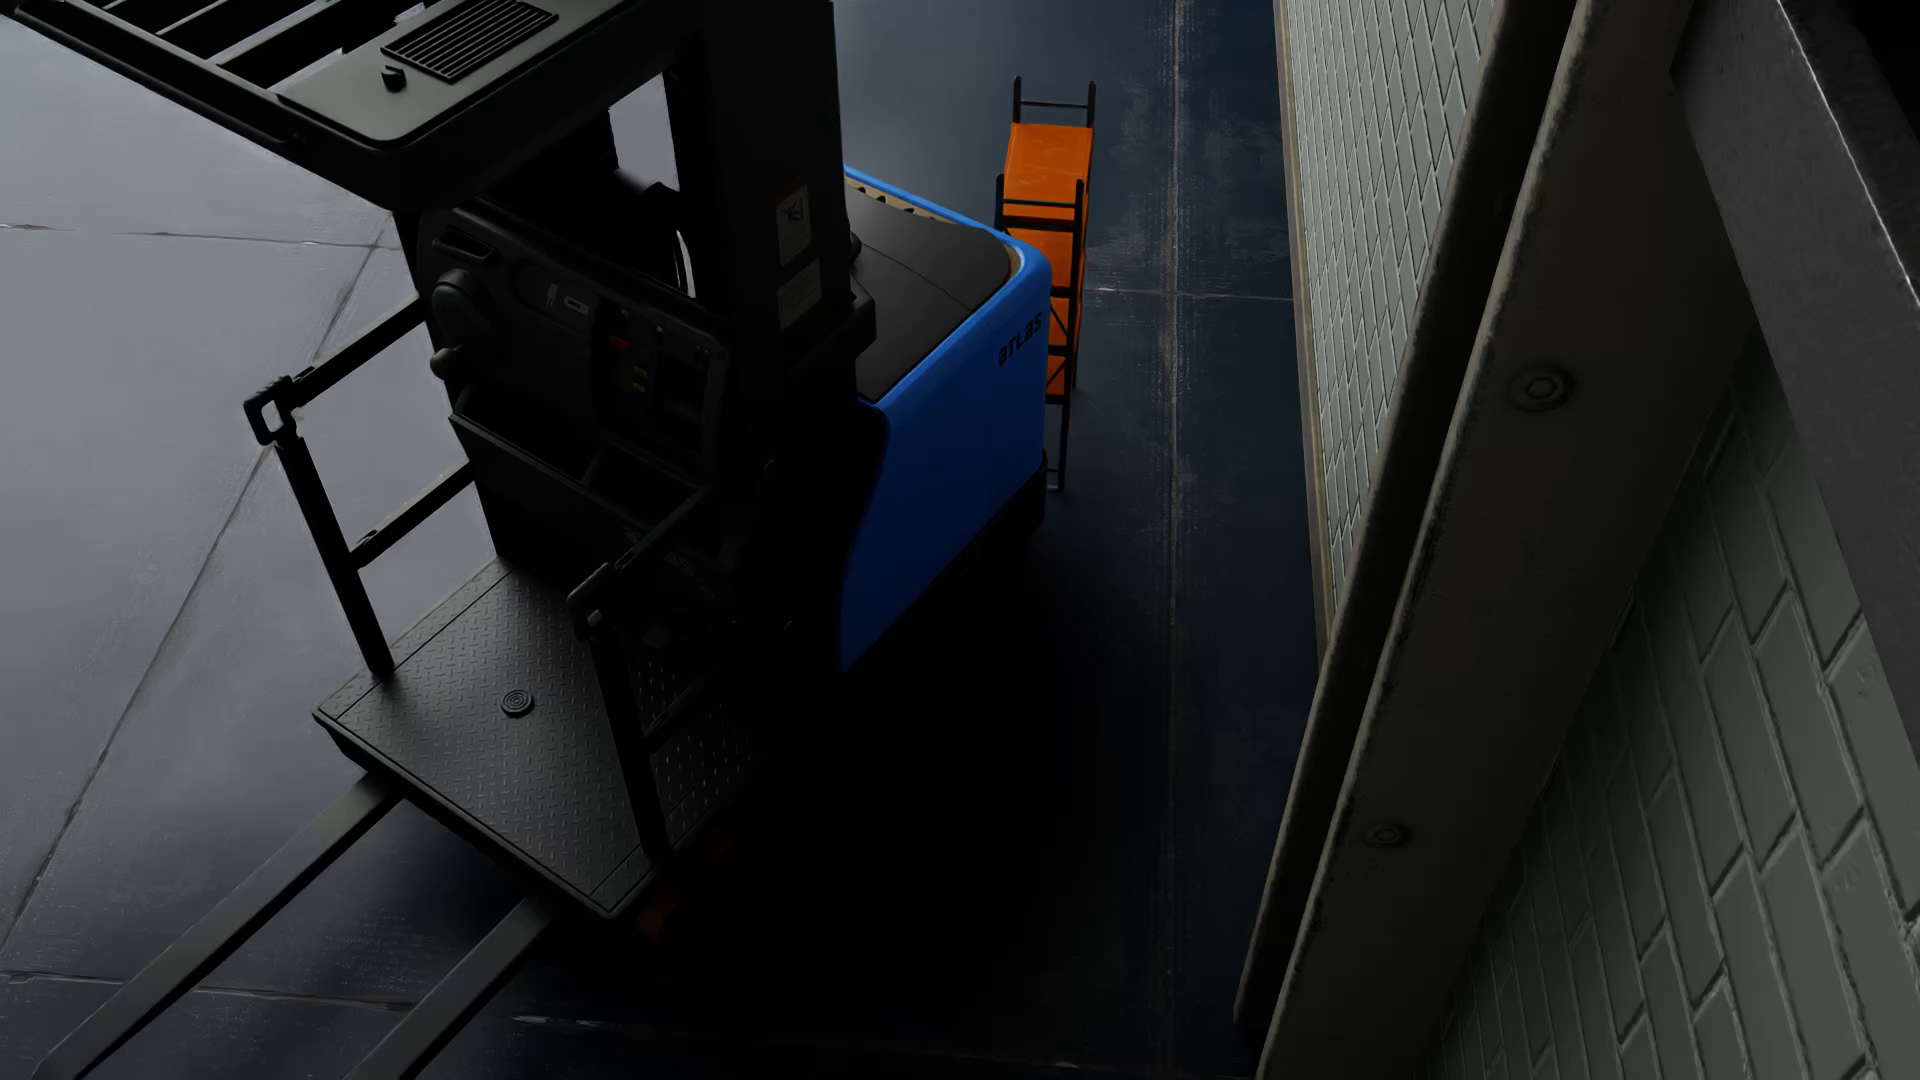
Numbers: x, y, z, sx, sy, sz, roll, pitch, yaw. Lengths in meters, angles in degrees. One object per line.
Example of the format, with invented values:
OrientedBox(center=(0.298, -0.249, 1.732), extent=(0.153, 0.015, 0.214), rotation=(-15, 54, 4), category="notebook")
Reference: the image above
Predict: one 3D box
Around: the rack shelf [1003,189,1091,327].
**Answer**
OrientedBox(center=(0.248, -0.864, 5.016), extent=(0.258, 0.148, 0.480), rotation=(5, 48, 5), category="rack shelf")

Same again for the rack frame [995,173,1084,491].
OrientedBox(center=(0.218, -0.580, 4.967), extent=(0.240, 1.200, 0.015), rotation=(5, 48, 5), category="rack frame")

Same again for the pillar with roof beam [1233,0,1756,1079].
OrientedBox(center=(-3.463, -2.003, 0.984), extent=(9.100, 9.000, 0.400), rotation=(4, 48, 4), category="pillar with roof beam")

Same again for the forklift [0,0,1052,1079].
OrientedBox(center=(-0.994, -0.359, 3.592), extent=(1.130, 2.935, 3.031), rotation=(27, 53, 23), category="forklift")

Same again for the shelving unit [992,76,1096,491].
OrientedBox(center=(0.248, -0.759, 5.131), extent=(0.258, 1.200, 0.503), rotation=(5, 48, 5), category="shelving unit")

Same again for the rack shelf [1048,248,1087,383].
OrientedBox(center=(0.248, -0.713, 5.181), extent=(0.258, 0.148, 0.480), rotation=(5, 48, 5), category="rack shelf")

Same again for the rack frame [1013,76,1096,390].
OrientedBox(center=(0.278, -0.938, 5.294), extent=(0.240, 1.200, 0.015), rotation=(5, 48, 5), category="rack frame")

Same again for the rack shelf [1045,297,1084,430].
OrientedBox(center=(0.248, -0.579, 5.327), extent=(0.258, 0.148, 0.480), rotation=(5, 48, 5), category="rack shelf")

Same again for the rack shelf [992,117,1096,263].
OrientedBox(center=(0.248, -1.024, 4.841), extent=(0.258, 0.148, 0.480), rotation=(5, 48, 5), category="rack shelf")
